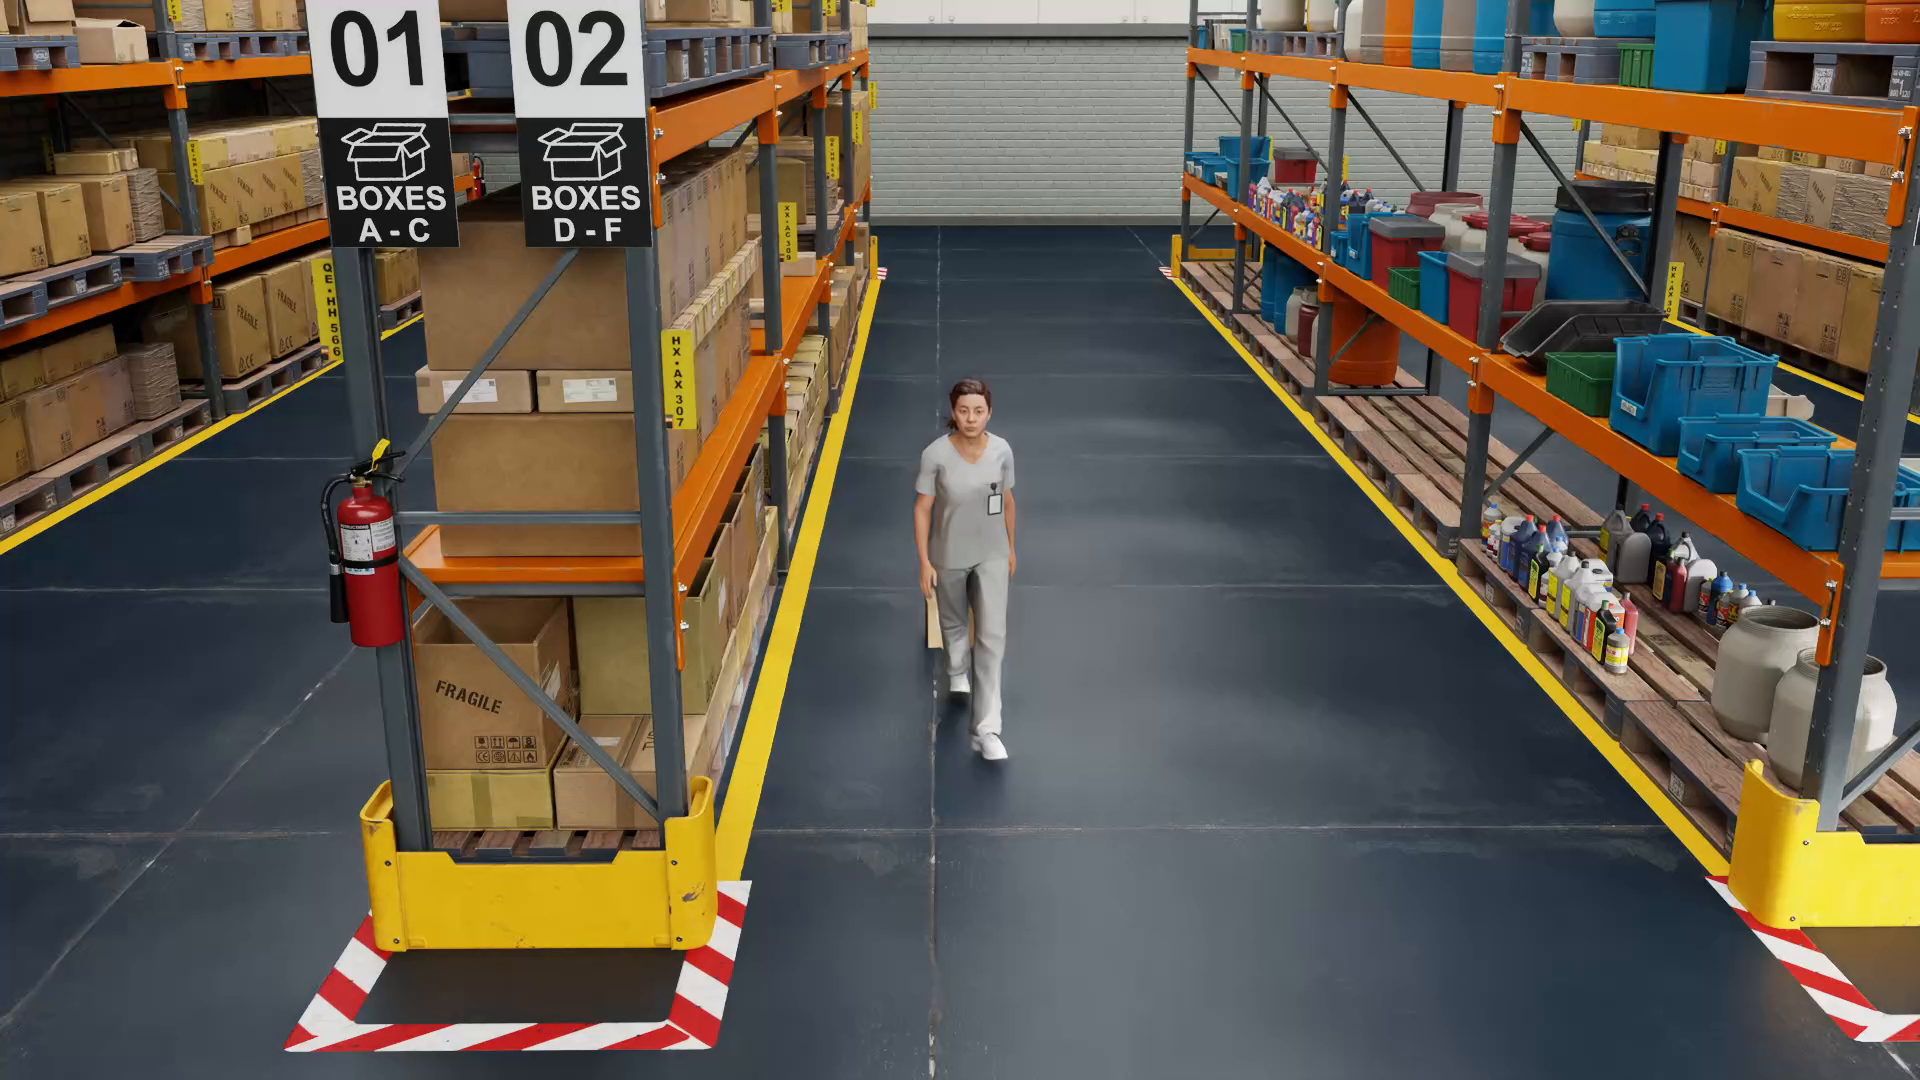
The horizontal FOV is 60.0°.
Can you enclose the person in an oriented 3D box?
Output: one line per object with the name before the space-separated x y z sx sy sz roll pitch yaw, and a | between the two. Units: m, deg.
person | 0.028 0.072 7.351 0.467 1.610 1.053 -1 17 -3
